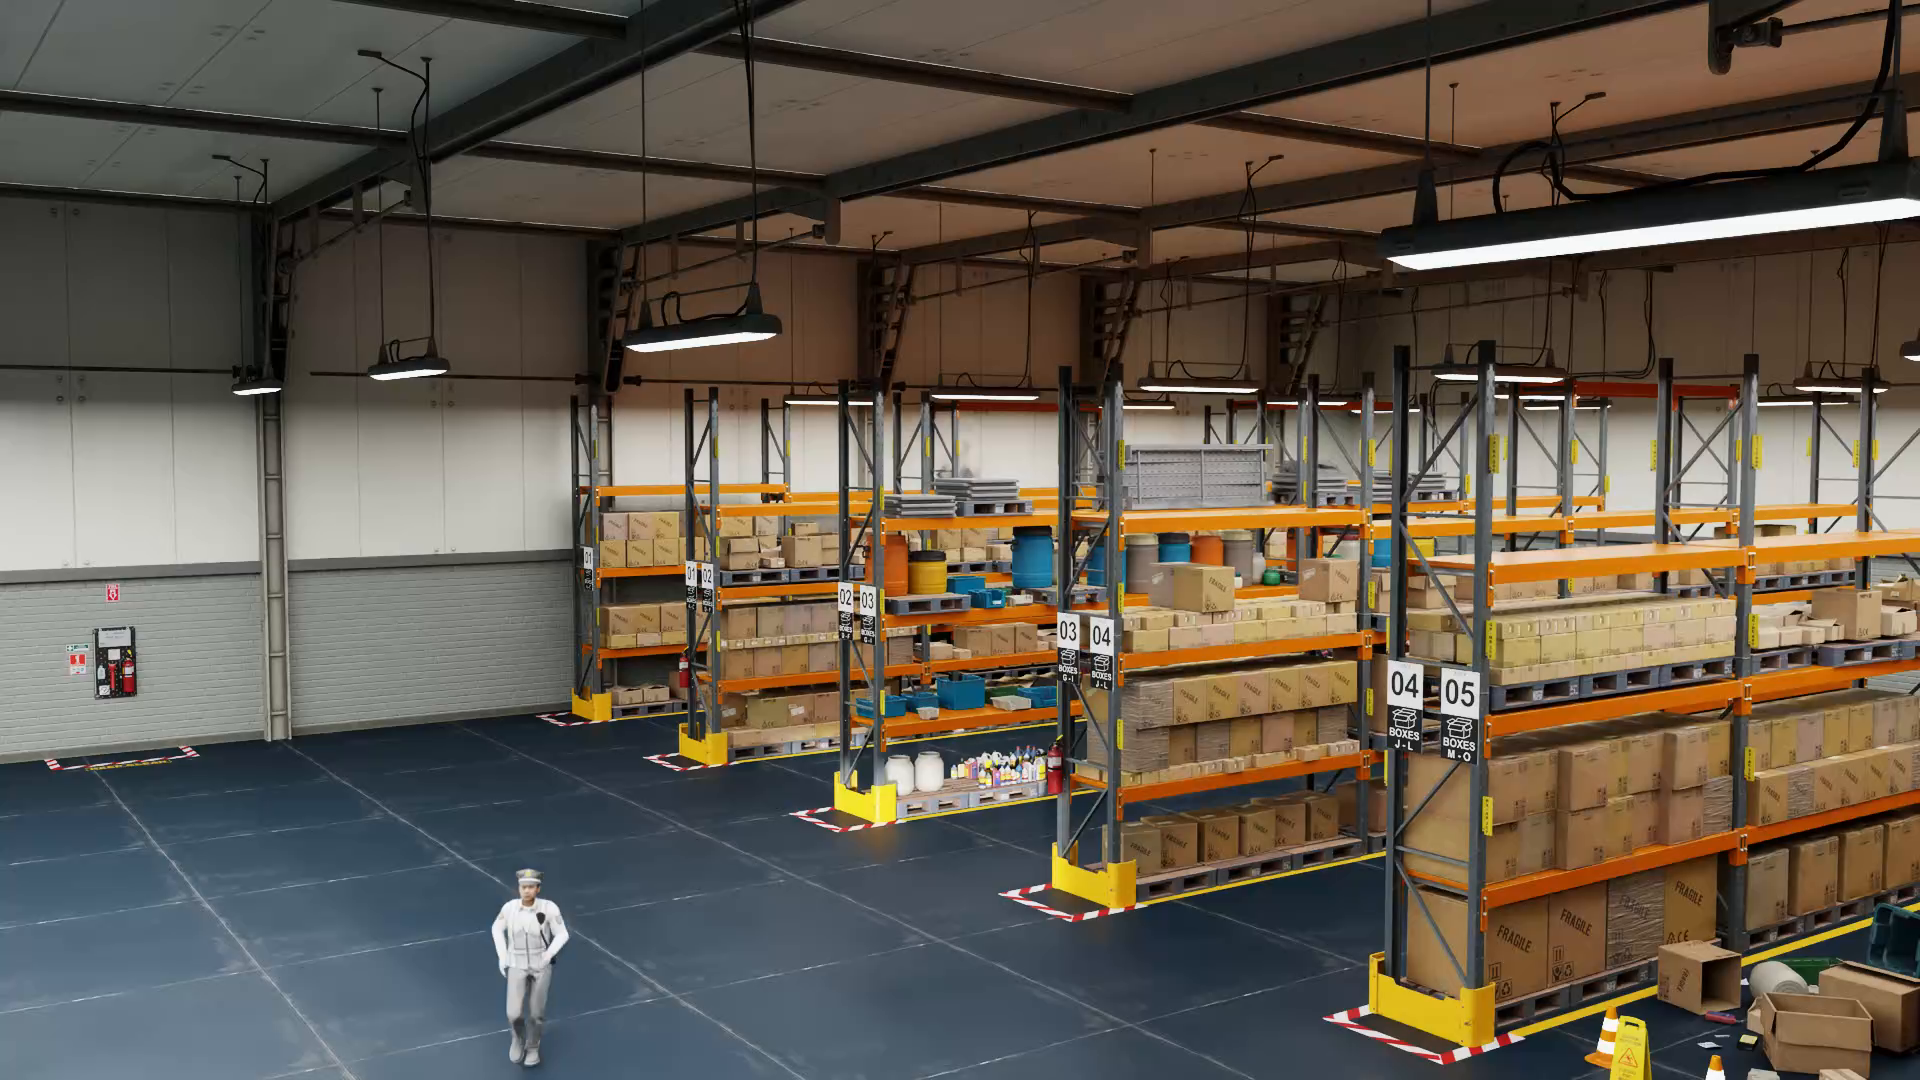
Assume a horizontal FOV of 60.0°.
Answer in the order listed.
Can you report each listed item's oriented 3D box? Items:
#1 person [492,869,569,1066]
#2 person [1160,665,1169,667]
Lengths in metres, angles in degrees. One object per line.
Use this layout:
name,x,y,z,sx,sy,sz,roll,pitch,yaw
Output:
person,-3.524,3.511,13.622,0.623,1.655,0.560,-1,3,-11
person,3.688,2.569,29.054,0.580,1.659,0.845,3,5,45
